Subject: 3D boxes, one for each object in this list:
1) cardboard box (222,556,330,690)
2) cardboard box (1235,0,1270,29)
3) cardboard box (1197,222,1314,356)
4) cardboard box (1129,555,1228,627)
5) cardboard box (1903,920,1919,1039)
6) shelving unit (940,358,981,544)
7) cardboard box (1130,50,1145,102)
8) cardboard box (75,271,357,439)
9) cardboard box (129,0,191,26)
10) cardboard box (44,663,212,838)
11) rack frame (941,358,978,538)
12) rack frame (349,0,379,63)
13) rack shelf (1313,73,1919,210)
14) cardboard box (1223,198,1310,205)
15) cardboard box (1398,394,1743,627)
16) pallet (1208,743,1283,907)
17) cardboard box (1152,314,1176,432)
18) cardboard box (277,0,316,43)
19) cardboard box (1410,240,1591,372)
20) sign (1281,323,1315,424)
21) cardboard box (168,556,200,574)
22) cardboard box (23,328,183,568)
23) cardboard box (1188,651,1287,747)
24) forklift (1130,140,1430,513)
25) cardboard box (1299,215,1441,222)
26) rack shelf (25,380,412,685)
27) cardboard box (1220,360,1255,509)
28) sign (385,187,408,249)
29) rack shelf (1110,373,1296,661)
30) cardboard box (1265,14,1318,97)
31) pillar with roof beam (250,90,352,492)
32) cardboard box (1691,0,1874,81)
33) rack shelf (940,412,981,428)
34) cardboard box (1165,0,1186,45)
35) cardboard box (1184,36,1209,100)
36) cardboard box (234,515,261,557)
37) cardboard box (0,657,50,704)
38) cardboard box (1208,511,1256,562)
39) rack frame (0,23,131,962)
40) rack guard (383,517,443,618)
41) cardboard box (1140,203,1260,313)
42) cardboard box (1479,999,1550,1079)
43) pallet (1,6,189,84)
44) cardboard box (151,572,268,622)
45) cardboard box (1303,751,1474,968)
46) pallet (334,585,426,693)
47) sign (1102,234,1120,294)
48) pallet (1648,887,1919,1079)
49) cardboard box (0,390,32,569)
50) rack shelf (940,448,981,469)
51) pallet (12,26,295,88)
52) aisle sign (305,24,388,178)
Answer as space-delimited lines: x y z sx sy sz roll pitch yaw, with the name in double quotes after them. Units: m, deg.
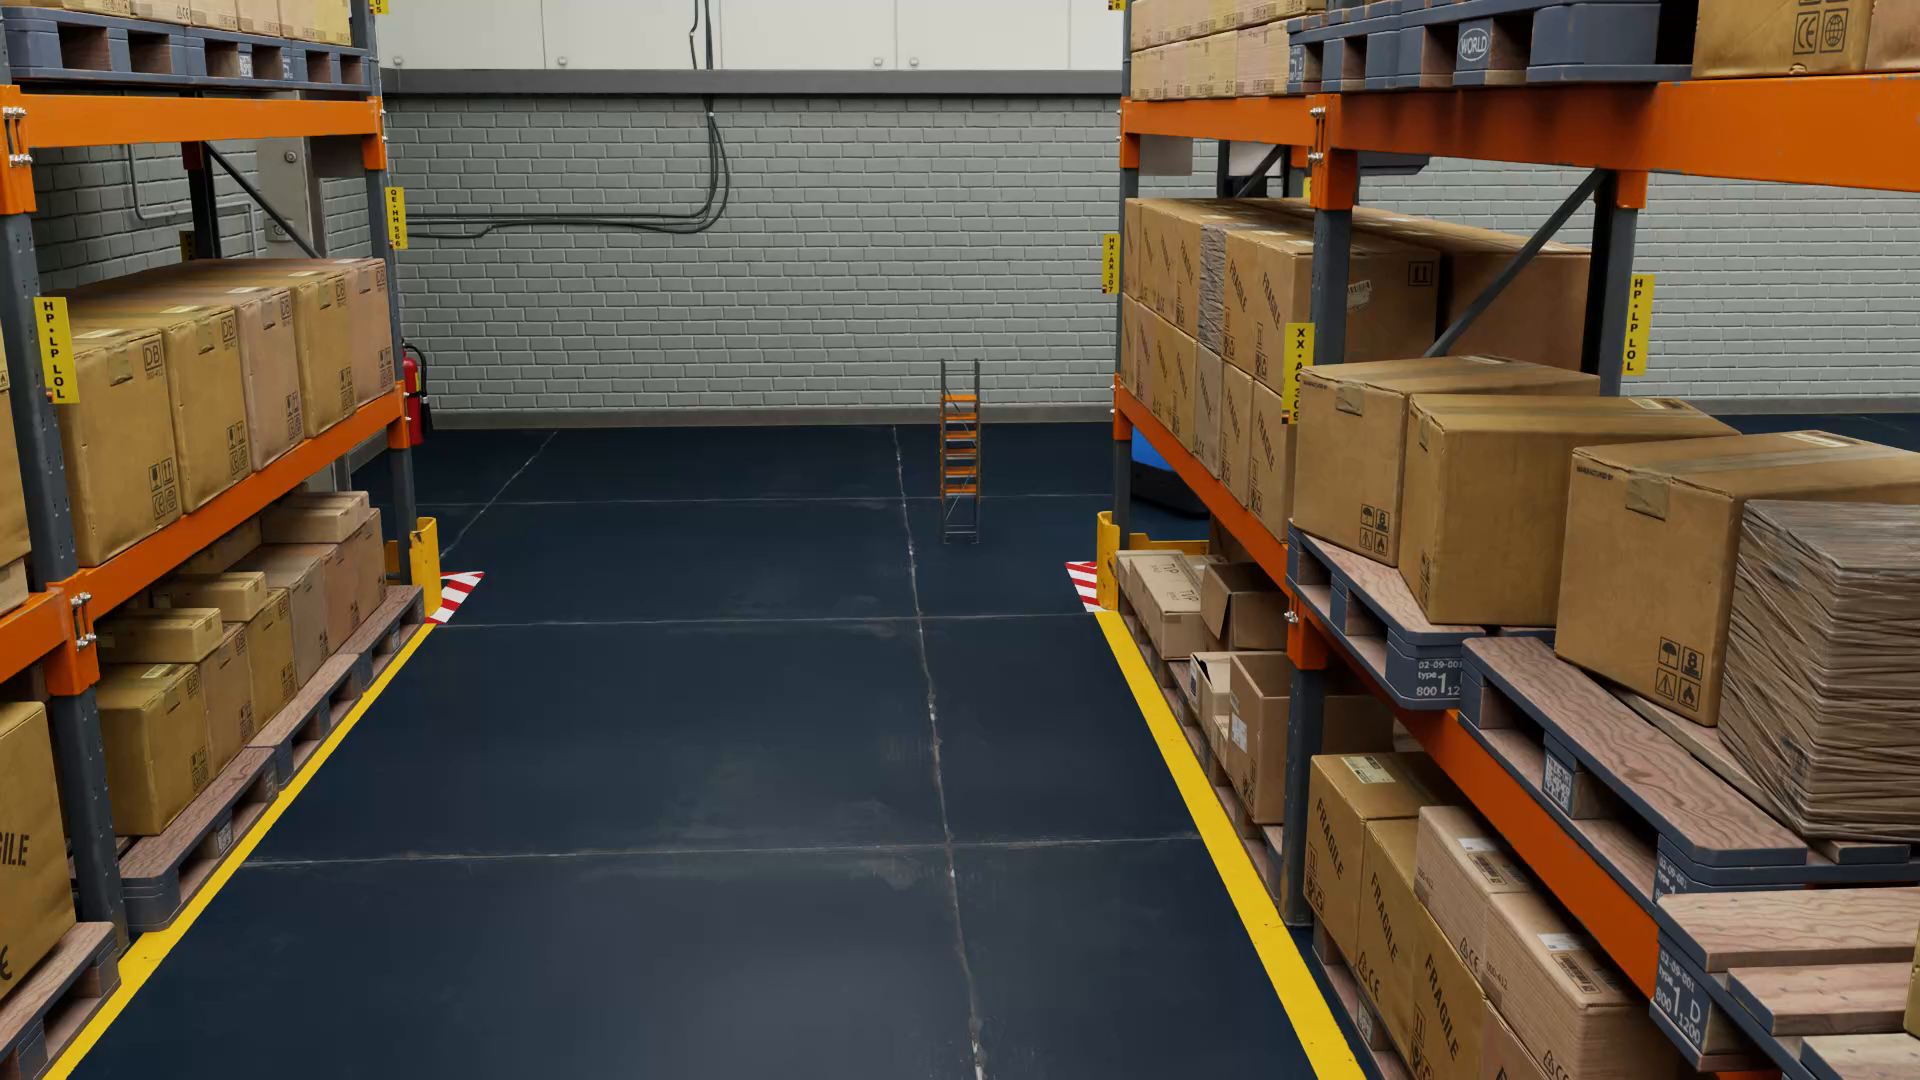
-3.356 0.387 7.675 0.700 0.500 0.500 -1 14 -5 "cardboard box"
1.301 -1.988 6.011 0.500 0.250 0.500 -1 14 -3 "cardboard box"
1.275 -1.032 6.809 0.500 0.500 0.500 -1 14 -3 "cardboard box"
1.164 0.263 8.619 0.500 0.250 0.500 -1 14 -3 "cardboard box"
1.726 0.464 2.162 0.700 0.500 0.500 -6 16 -22 "cardboard box"
0.001 -0.577 10.863 0.258 1.200 0.189 -1 14 -3 "shelving unit"
1.160 -2.368 8.490 0.500 0.250 0.500 -1 14 -3 "cardboard box"
-3.464 -0.880 7.824 0.980 0.700 0.700 -1 14 -4 "cardboard box"
-3.111 -1.982 5.947 0.500 0.250 0.500 -1 14 -5 "cardboard box"
-3.258 0.772 6.178 0.700 0.500 0.500 -1 14 -3 "cardboard box"
-0.005 -0.600 10.951 0.240 1.200 0.006 -1 14 -3 "rack frame"
-3.562 -3.947 8.309 1.000 3.000 0.127 -1 14 -3 "rack frame"
1.754 -0.731 3.274 1.077 0.370 4.000 -1 14 -3 "rack shelf"
1.684 -1.546 8.806 0.500 0.500 0.500 -1 14 -4 "cardboard box"
1.542 -0.085 4.294 0.700 0.500 0.500 1 14 5 "cardboard box"
1.588 1.055 6.502 1.003 0.211 1.213 -1 14 -3 "pallet"
1.212 -0.800 7.916 0.500 0.500 0.500 -1 14 -4 "cardboard box"
-3.218 -2.366 7.442 0.500 0.250 0.500 -1 14 -6 "cardboard box"
1.882 -0.779 5.826 0.500 0.500 0.500 -1 14 -2 "cardboard box"
1.089 -0.534 5.343 0.100 0.325 0.005 -1 14 -3 "sign"
-3.530 0.174 7.203 0.380 0.149 0.250 -1 14 -4 "cardboard box"
-3.331 -0.328 5.678 0.980 0.700 0.700 -1 14 -3 "cardboard box"
1.265 0.641 7.030 0.500 0.311 0.500 -1 14 -3 "cardboard box"
2.677 -1.825 12.236 3.031 2.935 1.130 -8 16 -28 "forklift"
1.785 -1.163 7.321 0.500 0.500 0.500 0 14 -2 "cardboard box"
-3.438 -0.196 7.213 1.077 0.370 4.000 -1 14 -3 "rack shelf"
1.310 -0.422 6.444 0.500 0.500 0.500 0 14 -2 "cardboard box"
-3.019 -1.722 8.902 0.100 0.325 0.005 -1 14 -3 "sign"
1.506 -0.274 7.514 1.077 0.370 4.000 -1 14 -3 "rack shelf"
1.334 -1.621 5.590 0.500 0.250 0.500 -1 14 -3 "cardboard box"
-0.296 -4.672 11.125 9.100 9.000 0.400 -1 14 -3 "pillar with roof beam"
1.753 -0.995 2.654 0.910 0.500 0.500 -1 14 -3 "cardboard box"
0.001 -0.767 10.814 0.258 0.103 0.180 -1 14 -3 "rack shelf"
1.216 -2.361 7.461 0.500 0.250 0.500 -1 14 -3 "cardboard box"
1.248 -1.995 7.040 0.500 0.250 0.500 -1 14 -3 "cardboard box"
-3.579 -0.016 7.941 0.380 0.149 0.250 -1 14 -3 "cardboard box"
-3.447 0.497 5.945 0.380 0.149 0.250 -1 14 -4 "cardboard box"
1.662 0.010 9.103 0.500 0.500 0.500 -1 14 -3 "cardboard box"
-3.314 -0.047 5.190 1.000 3.000 0.127 -1 14 -3 "rack frame"
-3.563 0.163 9.391 1.175 0.500 0.348 -1 14 -3 "rack guard"
1.186 -1.408 8.271 0.500 0.500 0.500 -1 14 -3 "cardboard box"
1.515 1.380 3.778 0.500 0.500 0.500 -1 14 -6 "cardboard box"
-3.354 -1.661 5.619 1.003 0.211 1.213 -1 14 -3 "pallet"
-3.130 0.240 6.944 0.380 0.149 0.250 -1 14 -5 "cardboard box"
1.417 0.997 5.265 0.500 0.500 0.500 -2 15 -6 "cardboard box"
-3.434 0.506 8.636 1.003 0.211 1.213 -1 14 -3 "pallet"
0.841 -1.530 9.217 0.100 0.325 0.005 -1 14 -3 "sign"
1.766 0.796 2.299 1.213 0.211 1.003 -1 14 -3 "pallet"
-3.034 -0.138 4.707 0.500 0.500 0.500 -1 14 -4 "cardboard box"
0.001 -0.534 10.874 0.258 0.103 0.180 -1 14 -3 "rack shelf"
-3.427 -1.963 6.795 1.003 0.211 1.213 -1 14 -3 "pallet"
-3.267 -2.324 8.820 0.394 0.787 0.004 -1 14 -3 "aisle sign"
